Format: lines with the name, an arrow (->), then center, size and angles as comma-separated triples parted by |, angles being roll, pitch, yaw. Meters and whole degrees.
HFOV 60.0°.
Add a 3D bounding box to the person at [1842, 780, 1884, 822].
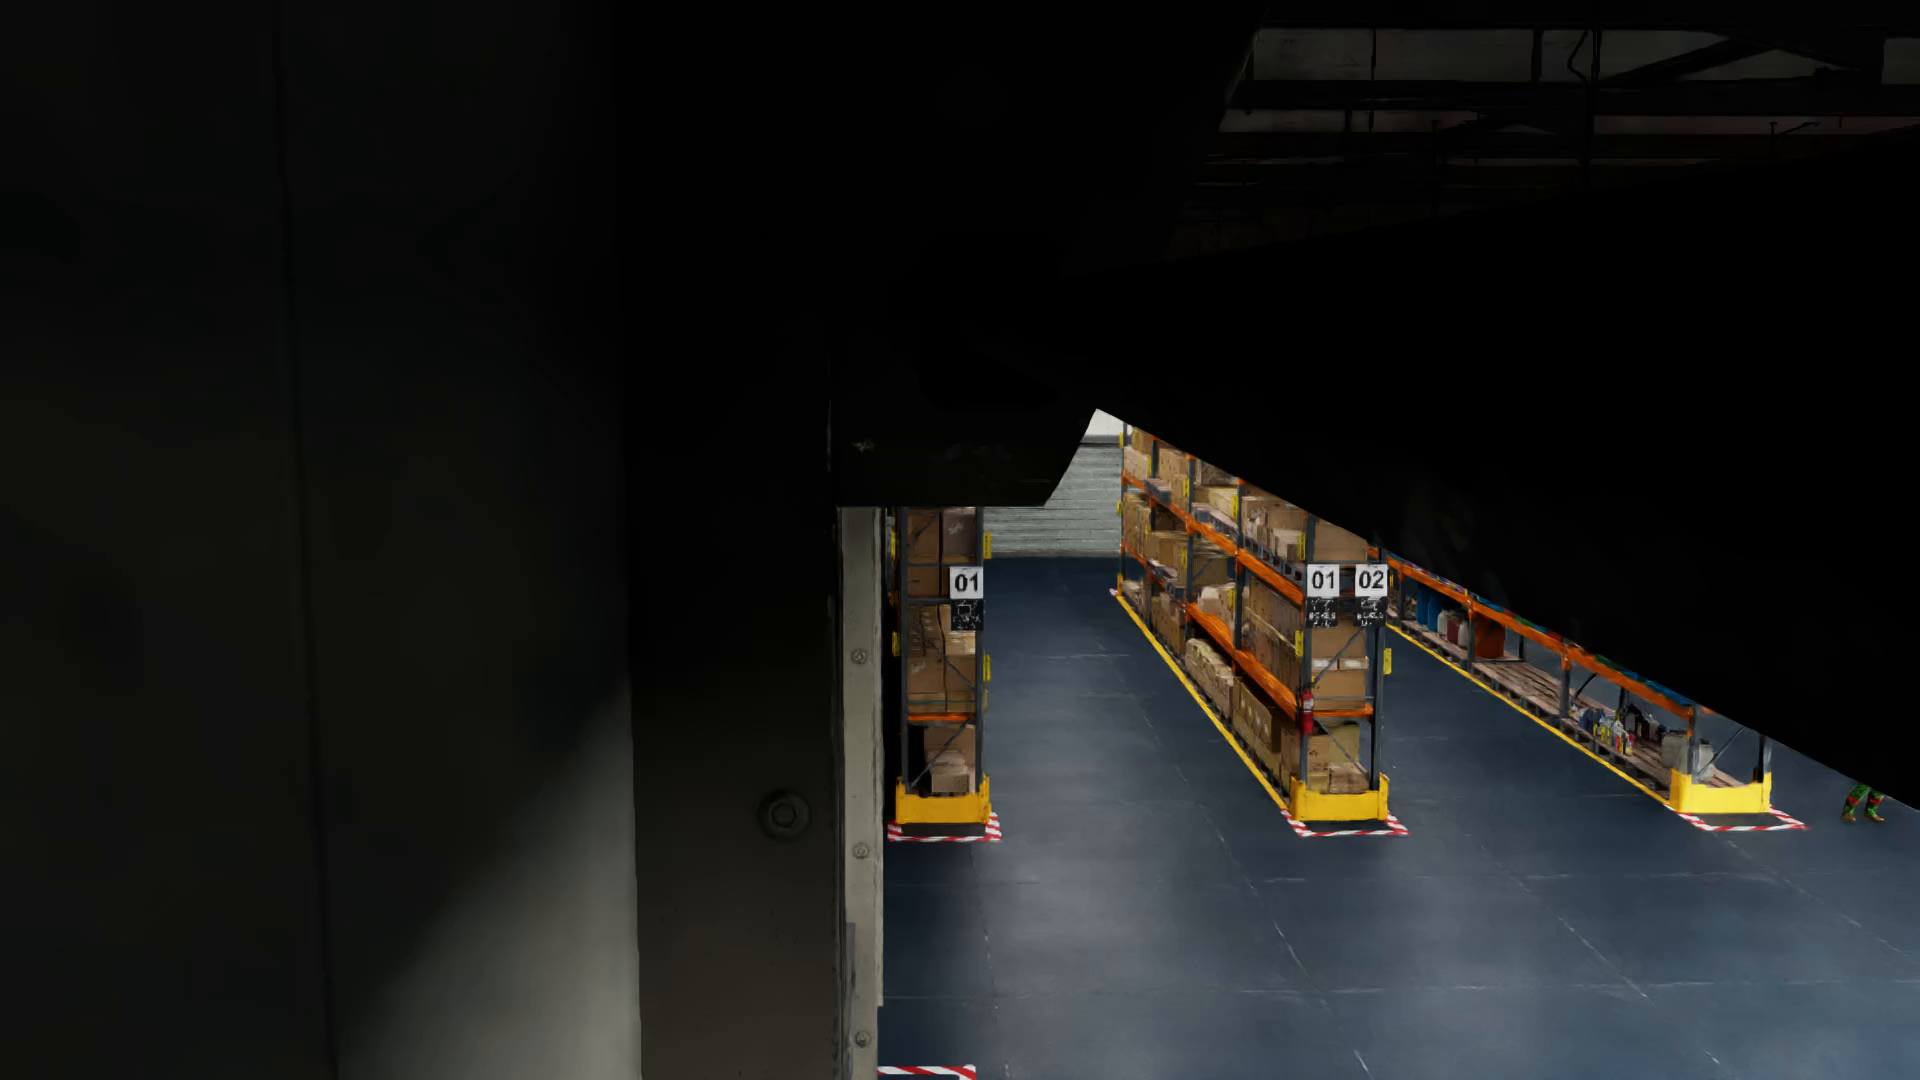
person -> 11.211, 2.629, 20.364 | 0.677, 1.741, 0.552 | -1, 8, -4
